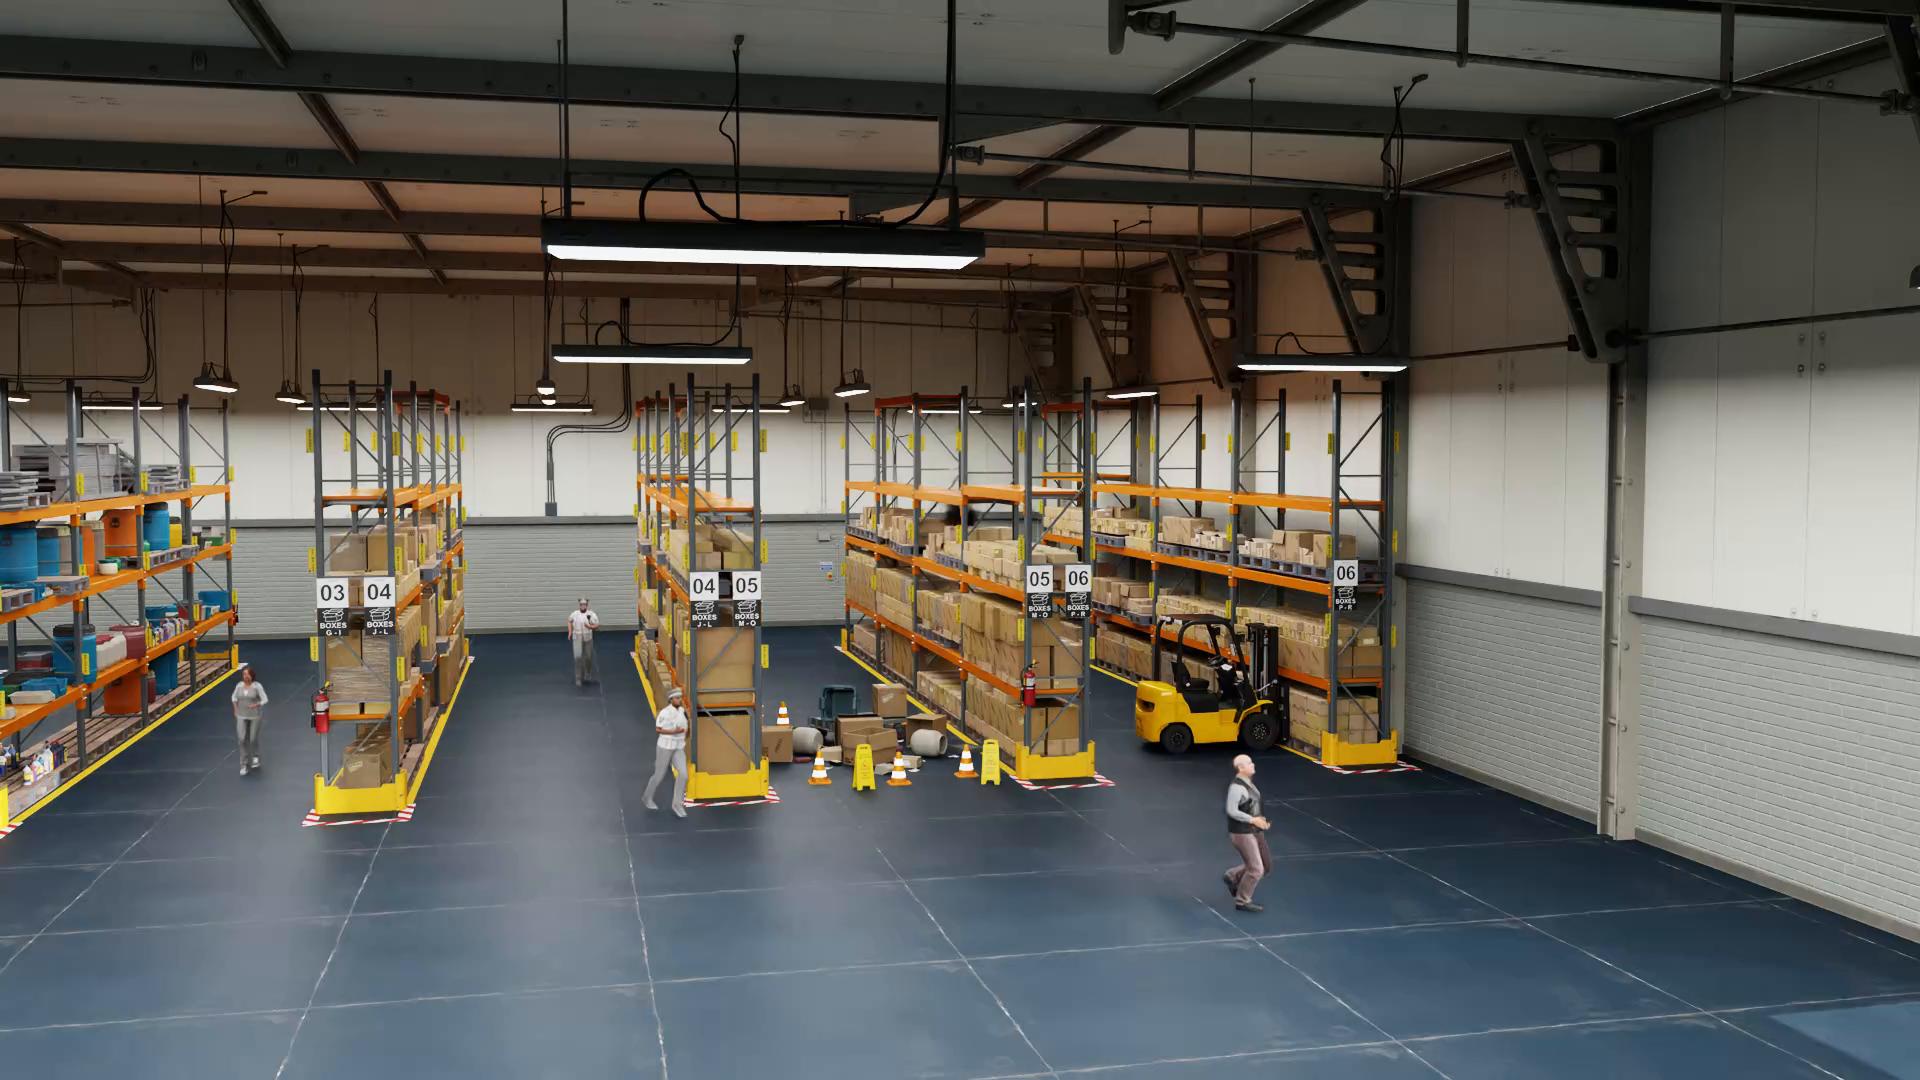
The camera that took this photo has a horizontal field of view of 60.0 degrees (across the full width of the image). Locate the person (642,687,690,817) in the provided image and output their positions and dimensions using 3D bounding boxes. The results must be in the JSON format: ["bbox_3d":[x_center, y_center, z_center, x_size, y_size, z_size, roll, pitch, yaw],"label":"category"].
[{"bbox_3d":[-3.933,2.861,22.580,0.765,1.744,0.583,3,4,40],"label":"person"}]

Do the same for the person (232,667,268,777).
[{"bbox_3d":[-10.820,2.753,25.339,0.546,1.654,0.656,-1,3,-12],"label":"person"}]

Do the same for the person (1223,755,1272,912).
[{"bbox_3d":[3.079,3.133,17.822,0.604,1.673,0.655,2,4,28],"label":"person"}]

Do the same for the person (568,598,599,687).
[{"bbox_3d":[-7.860,2.107,34.707,0.643,1.833,0.848,-1,3,-12],"label":"person"}]
